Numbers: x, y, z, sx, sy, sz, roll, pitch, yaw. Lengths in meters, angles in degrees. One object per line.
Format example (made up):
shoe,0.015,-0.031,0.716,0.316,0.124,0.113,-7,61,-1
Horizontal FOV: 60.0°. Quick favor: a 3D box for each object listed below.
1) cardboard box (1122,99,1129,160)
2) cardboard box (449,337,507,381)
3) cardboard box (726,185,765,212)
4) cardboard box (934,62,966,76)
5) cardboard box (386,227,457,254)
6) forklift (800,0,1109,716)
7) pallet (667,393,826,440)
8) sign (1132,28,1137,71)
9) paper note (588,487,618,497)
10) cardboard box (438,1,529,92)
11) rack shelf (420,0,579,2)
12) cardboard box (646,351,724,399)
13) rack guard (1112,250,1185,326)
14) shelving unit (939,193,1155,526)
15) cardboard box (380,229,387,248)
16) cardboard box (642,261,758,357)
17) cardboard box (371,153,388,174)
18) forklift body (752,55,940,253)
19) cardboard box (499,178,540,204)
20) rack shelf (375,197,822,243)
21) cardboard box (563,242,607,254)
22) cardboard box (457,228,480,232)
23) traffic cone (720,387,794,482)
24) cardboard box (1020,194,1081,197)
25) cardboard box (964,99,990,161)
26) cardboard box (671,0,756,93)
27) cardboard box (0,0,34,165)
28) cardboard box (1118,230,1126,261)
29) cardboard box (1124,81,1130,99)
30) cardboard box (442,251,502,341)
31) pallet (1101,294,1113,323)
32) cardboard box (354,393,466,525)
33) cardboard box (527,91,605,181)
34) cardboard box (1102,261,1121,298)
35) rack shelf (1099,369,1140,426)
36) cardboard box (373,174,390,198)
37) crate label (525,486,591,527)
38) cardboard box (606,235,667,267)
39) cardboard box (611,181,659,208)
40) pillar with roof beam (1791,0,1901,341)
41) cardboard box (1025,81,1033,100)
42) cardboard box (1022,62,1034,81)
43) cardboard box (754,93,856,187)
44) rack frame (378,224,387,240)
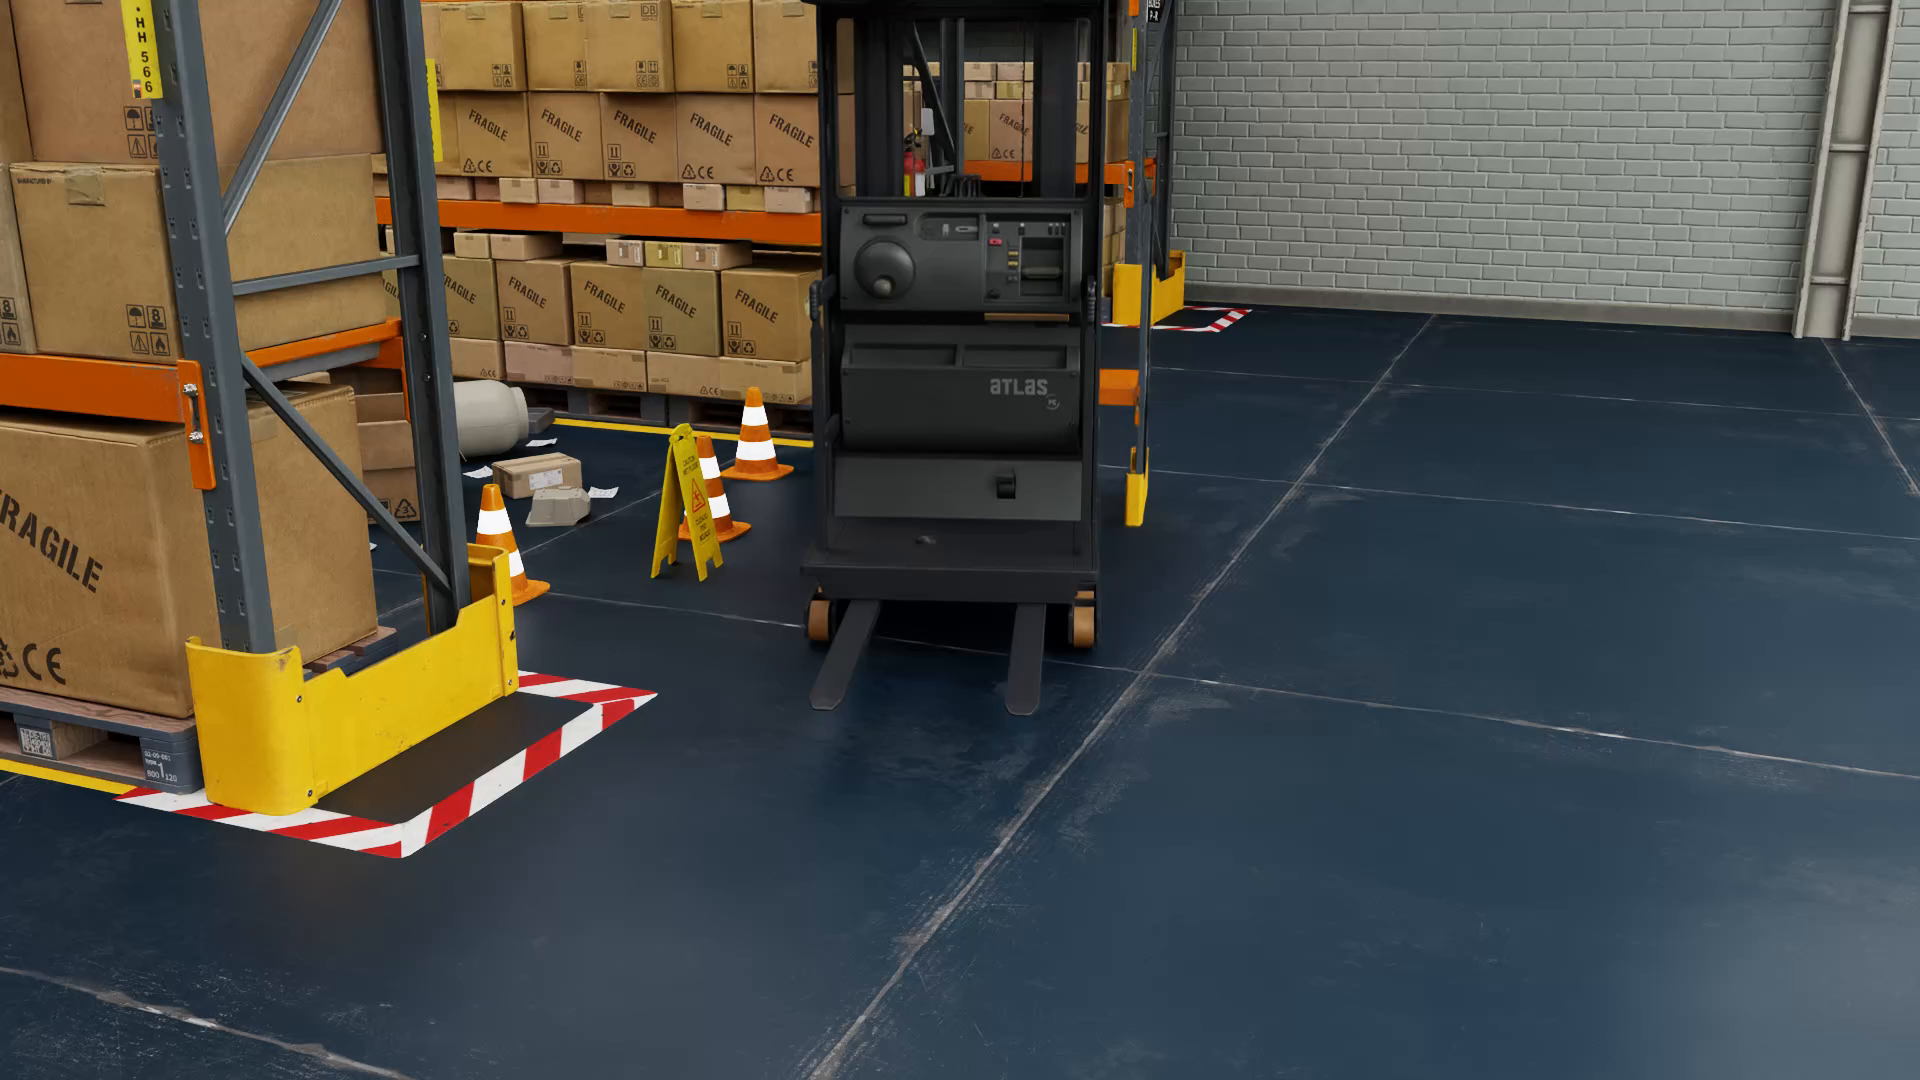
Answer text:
cardboard box,1.246,-3.549,14.338,0.500,0.500,0.500,7,18,22
cardboard box,-2.984,-1.198,10.600,0.500,0.250,0.500,7,18,24
cardboard box,-1.147,-1.981,9.569,0.250,0.149,0.380,6,17,20
cardboard box,-0.030,-3.967,14.081,0.250,0.149,0.380,7,17,22
cardboard box,-3.390,-1.893,10.486,0.250,0.149,0.380,7,17,21
forklift,-0.009,-1.091,6.175,1.130,2.935,3.031,1,16,4
pallet,-1.027,-0.851,10.227,1.213,0.211,1.003,6,17,21
sign,1.393,-3.908,13.255,0.005,0.325,0.100,6,17,21
paper note,-1.823,-0.245,8.462,0.142,0.019,0.148,0,16,1
cardboard box,-2.680,-2.953,9.958,0.500,0.500,0.700,6,17,19
rack shelf,-3.977,-5.087,15.725,4.000,0.370,1.077,6,17,21
cardboard box,-1.543,-1.039,10.052,0.500,0.250,0.500,6,17,21
rack guard,1.627,-2.175,14.269,0.348,0.500,1.175,6,17,21
shelving unit,0.374,-0.891,8.054,1.083,1.500,0.587,2,16,8
cardboard box,-6.127,-3.313,17.437,0.500,0.500,0.500,7,18,23
cardboard box,-1.541,-1.398,9.944,0.500,0.500,0.500,7,18,23
cardboard box,-3.627,-2.573,10.443,0.500,0.500,0.500,6,17,20
forklift body,-0.829,-2.691,13.086,1.214,2.155,2.313,6,17,21
cardboard box,-2.572,-2.130,10.081,0.250,0.149,0.380,6,17,21
rack shelf,-2.074,-1.949,10.298,4.000,0.370,1.077,6,17,21
cardboard box,-2.336,-1.646,10.798,0.500,0.500,0.500,7,18,24
cardboard box,-4.651,-3.125,16.565,0.625,0.625,0.875,7,18,22
traffic cone,-1.086,-0.581,8.846,0.334,0.463,0.336,6,17,21
cardboard box,0.761,-2.888,14.626,0.500,0.250,0.500,6,17,21
cardboard box,0.094,-3.516,14.225,0.500,0.500,0.500,6,17,20
cardboard box,-1.236,-2.811,9.468,0.500,0.500,0.700,6,17,21
cardboard box,-2.812,-1.467,5.141,0.550,0.550,0.875,6,17,21
cardboard box,1.244,-2.601,14.535,0.500,0.250,0.500,7,17,22
cardboard box,1.384,-3.839,14.176,0.250,0.149,0.380,6,17,19
cardboard box,-2.982,-1.559,10.496,0.500,0.500,0.500,7,18,23
pallet,0.878,-2.106,14.550,1.213,0.211,1.003,6,17,21
cardboard box,-2.776,-0.414,8.198,0.637,0.503,0.797,-5,17,-18
cardboard box,-2.212,-2.426,9.938,0.500,0.500,0.500,6,17,21
cardboard box,1.052,-2.225,14.137,0.500,0.250,0.500,6,17,21
rack shelf,0.383,-0.718,8.103,1.000,0.185,0.538,2,16,8
cardboard box,-3.505,-2.251,10.498,0.250,0.149,0.380,7,18,22
crate label,-1.932,-0.167,8.002,0.298,0.136,0.250,-2,16,-8
cardboard box,-1.897,-1.731,9.928,0.250,0.149,0.380,7,18,23
cardboard box,-1.855,-2.065,9.857,0.250,0.149,0.380,6,17,20
pillar with roof beam,5.290,-4.834,8.183,0.400,9.000,9.100,6,17,21
cardboard box,0.712,-3.761,13.906,0.250,0.149,0.380,7,17,22
cardboard box,0.700,-3.899,13.848,0.250,0.149,0.380,7,17,22
cardboard box,-0.819,-2.265,9.383,0.500,0.500,0.500,6,17,20
rack frame,-3.934,-2.499,10.903,0.127,3.000,1.000,6,17,21
